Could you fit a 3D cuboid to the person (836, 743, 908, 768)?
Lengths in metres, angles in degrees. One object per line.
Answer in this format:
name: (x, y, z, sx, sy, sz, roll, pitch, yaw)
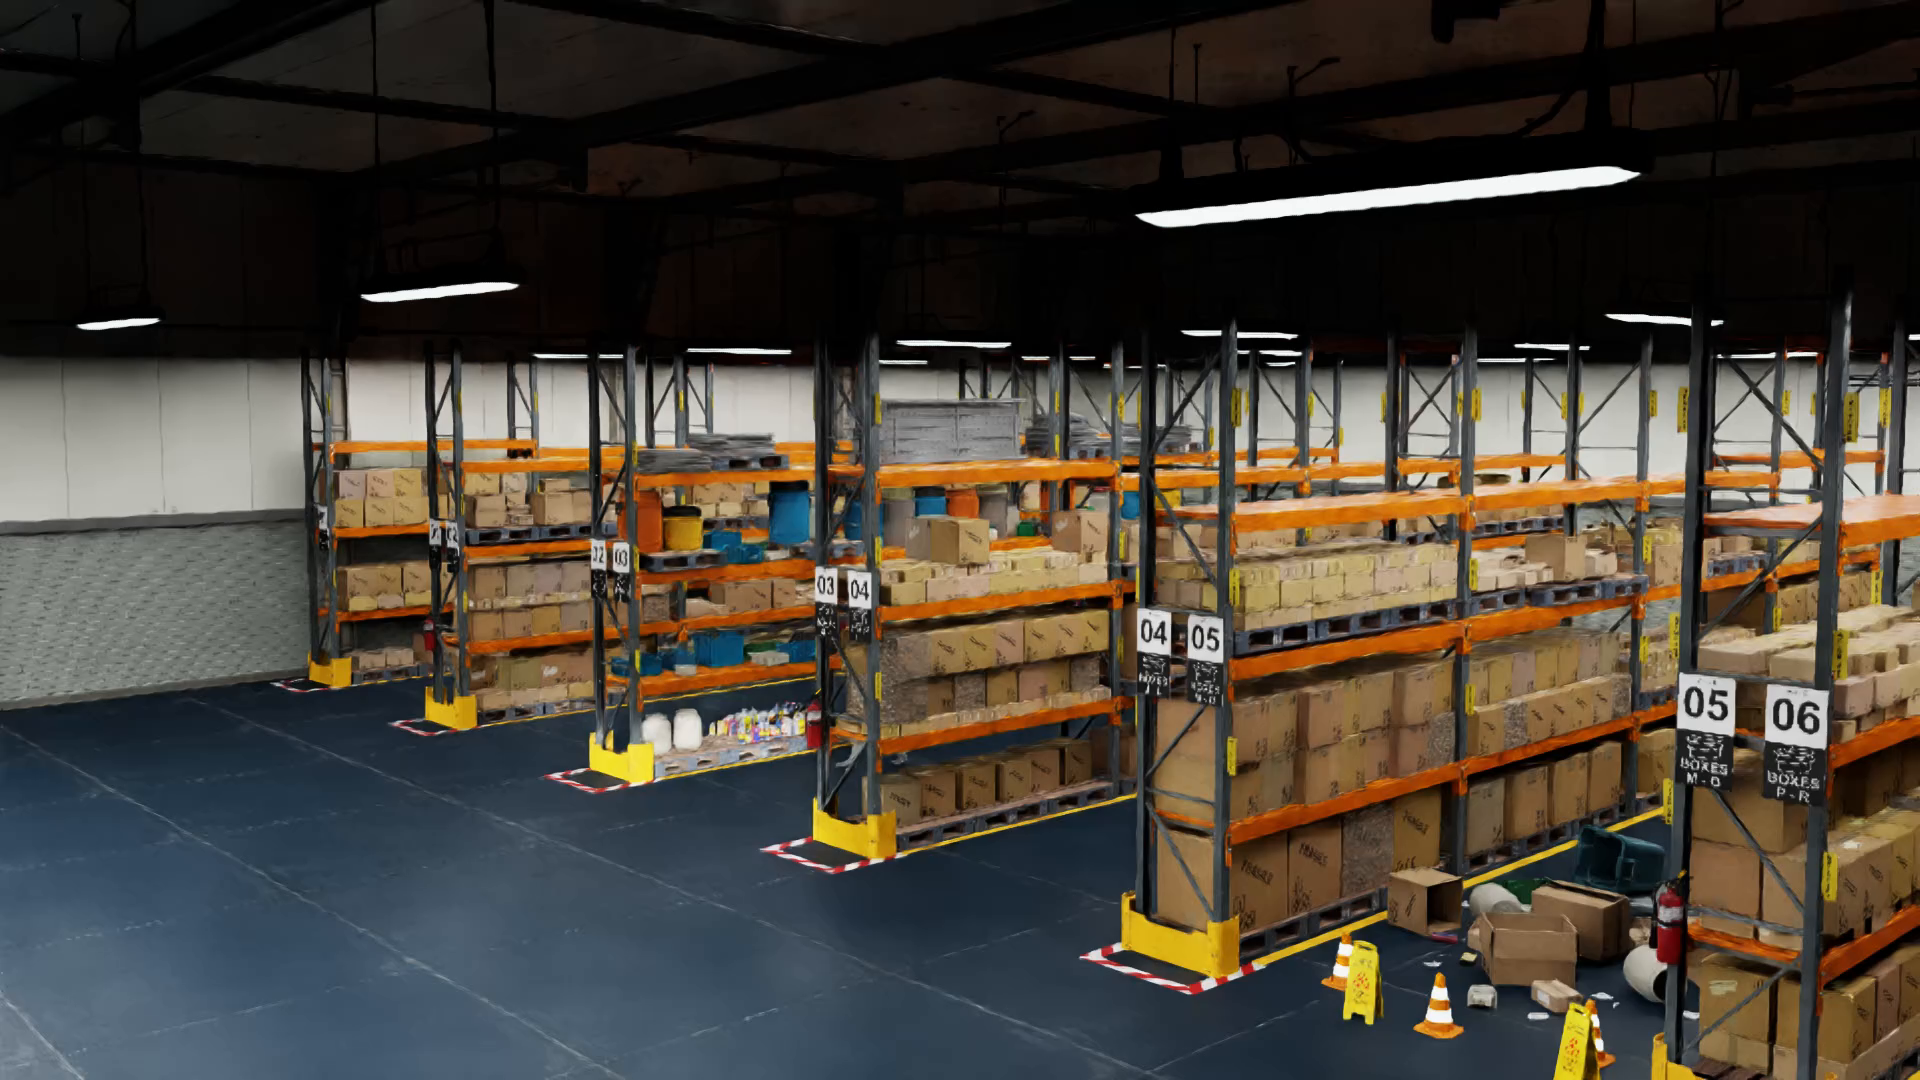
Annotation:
person: (-1.184, 2.335, 22.877, 1.069, 1.586, 0.493, -4, 7, -40)
